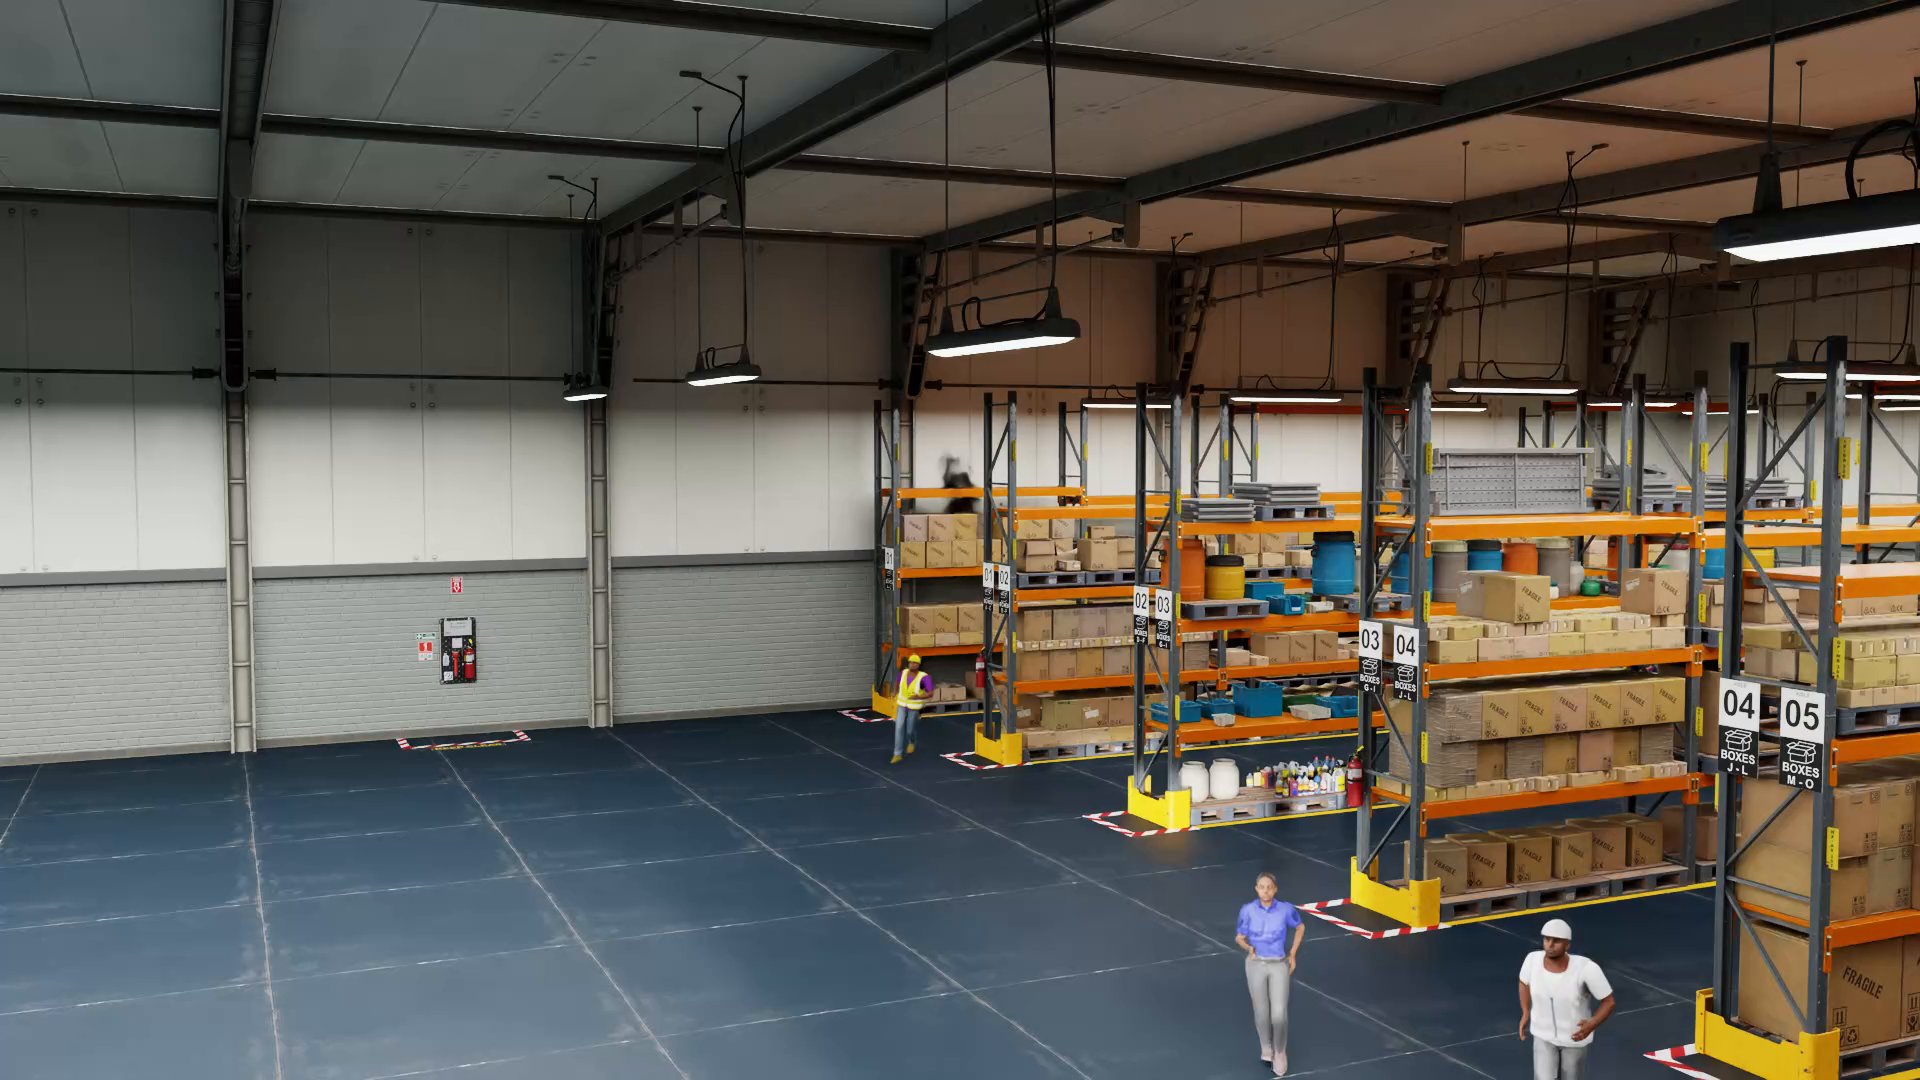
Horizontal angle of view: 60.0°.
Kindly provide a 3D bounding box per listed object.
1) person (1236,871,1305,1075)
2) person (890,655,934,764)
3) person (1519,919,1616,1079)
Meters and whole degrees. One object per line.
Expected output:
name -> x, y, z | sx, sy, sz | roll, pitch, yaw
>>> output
person -> 2.534, 3.554, 13.646 | 0.548, 1.662, 0.681 | 1, 3, 15
person -> -0.769, 2.733, 27.140 | 0.735, 1.754, 0.881 | 1, 4, 20
person -> 4.351, 3.583, 11.969 | 0.692, 1.780, 0.848 | 2, 4, 33
